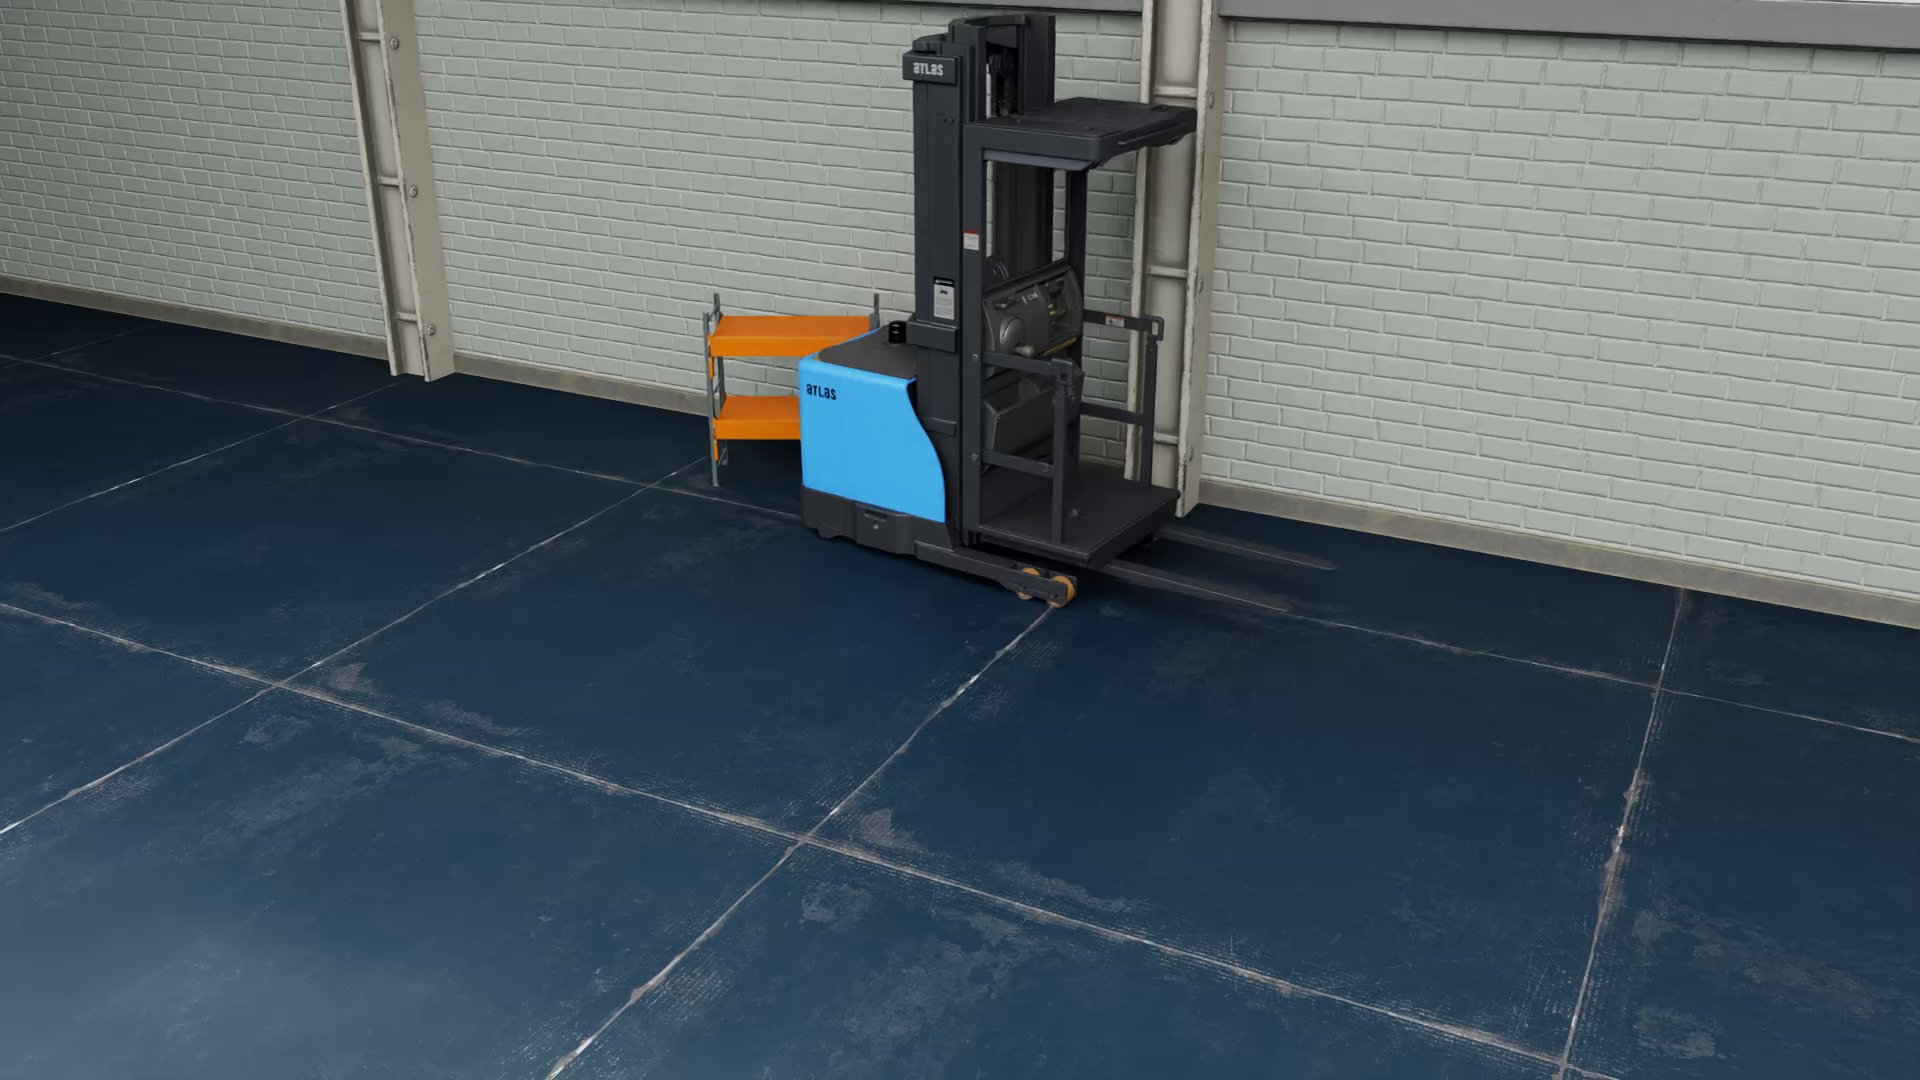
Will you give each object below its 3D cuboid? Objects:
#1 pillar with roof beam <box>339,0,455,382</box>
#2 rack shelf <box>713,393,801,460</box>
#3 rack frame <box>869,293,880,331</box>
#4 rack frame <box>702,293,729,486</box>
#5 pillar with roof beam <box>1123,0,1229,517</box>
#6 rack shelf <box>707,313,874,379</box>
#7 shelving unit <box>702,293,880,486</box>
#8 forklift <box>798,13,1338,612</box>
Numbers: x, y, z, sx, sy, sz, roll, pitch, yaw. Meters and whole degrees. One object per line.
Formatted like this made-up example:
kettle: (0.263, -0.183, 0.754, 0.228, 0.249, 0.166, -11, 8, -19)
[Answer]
pillar with roof beam: (-6.055, -3.922, 7.473, 0.400, 9.000, 9.100, 11, 25, 25)
rack shelf: (-1.040, -0.729, 10.651, 1.000, 0.278, 0.538, 0, 23, 1)
rack frame: (-0.532, -0.951, 10.550, 0.032, 1.125, 0.500, 0, 23, 1)
rack frame: (-1.548, -0.956, 10.560, 0.032, 1.125, 0.500, 0, 23, 1)
pillar with roof beam: (-0.700, -2.862, 4.982, 0.400, 9.000, 9.100, 11, 25, 25)
rack shelf: (-1.040, -1.223, 10.440, 1.000, 0.278, 0.538, 0, 23, 1)
shelving unit: (-1.040, -0.954, 10.555, 1.048, 1.125, 0.538, 0, 23, 1)
forklift: (0.571, -1.224, 8.884, 3.031, 2.935, 1.130, 15, 27, 31)
